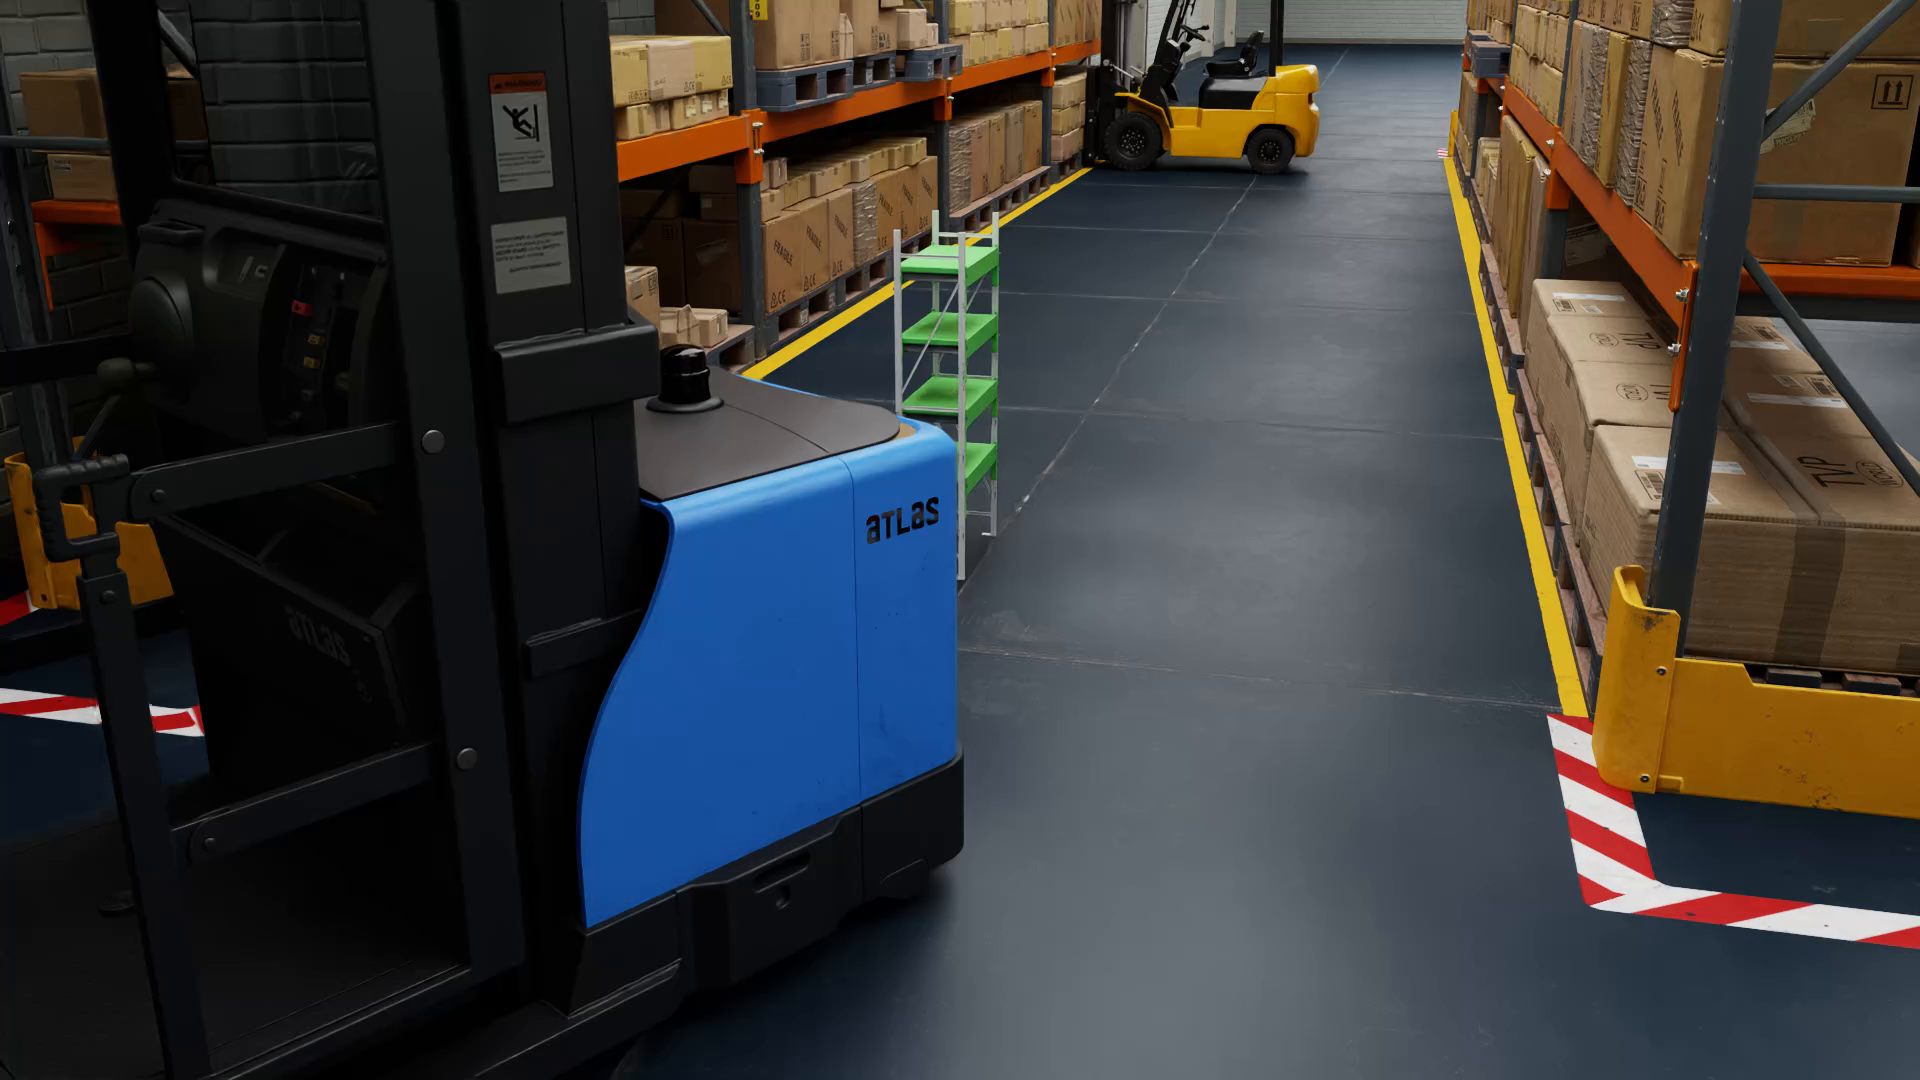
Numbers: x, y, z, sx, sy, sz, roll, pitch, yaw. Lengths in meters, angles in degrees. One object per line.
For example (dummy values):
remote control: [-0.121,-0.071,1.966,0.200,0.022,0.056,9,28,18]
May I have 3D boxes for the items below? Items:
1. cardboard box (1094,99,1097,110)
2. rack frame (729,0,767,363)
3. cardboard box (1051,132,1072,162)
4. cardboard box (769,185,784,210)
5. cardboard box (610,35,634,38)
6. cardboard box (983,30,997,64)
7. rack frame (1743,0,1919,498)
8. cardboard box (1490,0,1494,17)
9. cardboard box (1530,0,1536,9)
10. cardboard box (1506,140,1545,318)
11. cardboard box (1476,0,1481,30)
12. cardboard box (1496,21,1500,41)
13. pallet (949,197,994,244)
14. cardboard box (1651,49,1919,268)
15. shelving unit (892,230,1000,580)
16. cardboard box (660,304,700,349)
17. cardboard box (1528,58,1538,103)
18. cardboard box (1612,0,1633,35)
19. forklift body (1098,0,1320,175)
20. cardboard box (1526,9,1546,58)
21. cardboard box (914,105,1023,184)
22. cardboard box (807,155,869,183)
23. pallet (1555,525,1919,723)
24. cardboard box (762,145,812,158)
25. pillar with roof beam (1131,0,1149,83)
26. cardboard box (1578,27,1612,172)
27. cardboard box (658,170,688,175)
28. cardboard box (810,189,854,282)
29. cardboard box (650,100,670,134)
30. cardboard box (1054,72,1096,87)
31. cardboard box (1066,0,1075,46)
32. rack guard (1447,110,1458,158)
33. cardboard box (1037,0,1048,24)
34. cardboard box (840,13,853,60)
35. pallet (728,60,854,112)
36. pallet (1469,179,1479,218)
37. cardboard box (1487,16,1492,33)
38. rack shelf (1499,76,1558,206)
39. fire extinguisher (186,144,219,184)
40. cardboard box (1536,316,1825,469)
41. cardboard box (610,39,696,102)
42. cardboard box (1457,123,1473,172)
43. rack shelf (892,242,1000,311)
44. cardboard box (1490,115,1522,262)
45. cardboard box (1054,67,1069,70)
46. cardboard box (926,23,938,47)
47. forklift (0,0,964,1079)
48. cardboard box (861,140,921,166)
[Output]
cardboard box: [1.195,-4.678,18.074,0.500,0.250,0.500,5,19,13]
rack frame: [-1.557,-2.437,8.680,1.000,3.000,0.127,5,19,13]
cardboard box: [0.837,-3.967,16.765,0.500,0.250,0.500,5,19,14]
cardboard box: [-1.219,-1.944,9.451,0.380,0.149,0.250,4,19,12]
cardboard box: [-0.758,-3.731,11.856,0.659,0.500,8.552,5,20,15]
cardboard box: [0.012,-4.058,13.661,0.500,0.250,0.500,4,19,12]
rack frame: [2.277,-0.792,3.866,0.949,2.616,0.053,5,19,13]
cardboard box: [4.448,-4.343,12.997,0.500,0.500,0.500,4,19,11]
cardboard box: [7.027,-4.727,11.663,5.801,1.807,6.767,5,20,15]
cardboard box: [3.544,-1.723,9.230,0.966,0.875,0.966,3,19,9]
cardboard box: [5.321,-5.225,16.229,0.500,0.500,0.500,5,20,15]
cardboard box: [4.169,-3.751,12.268,0.380,0.149,0.250,4,19,11]
pallet: [-0.341,-2.626,13.548,1.003,0.211,1.213,5,19,13]
cardboard box: [2.141,-1.011,4.353,0.500,0.500,0.500,5,19,14]
shelving unit: [7.155,-1.278,8.074,13.061,1.200,8.595,5,19,13]
cardboard box: [-1.496,-1.032,8.148,0.396,0.266,0.258,5,20,15]
cardboard box: [3.512,-2.614,9.431,0.500,0.250,0.500,5,19,13]
cardboard box: [2.515,-1.961,5.586,0.500,0.500,0.500,5,19,13]
forklift body: [2.681,-5.058,17.667,2.313,2.155,1.214,5,19,13]
cardboard box: [3.473,-2.851,9.351,0.500,0.250,0.500,5,19,14]
cardboard box: [0.584,-4.276,17.090,0.963,0.625,4.871,5,19,14]
cardboard box: [-0.806,-2.425,10.860,0.380,0.149,0.250,4,19,11]
pallet: [2.399,0.271,5.068,1.003,0.211,1.213,5,19,13]
cardboard box: [-1.240,-2.631,11.464,0.380,0.149,0.250,4,19,11]
pillar with roof beam: [7.437,-12.311,28.308,9.100,9.000,0.400,5,19,13]
cardboard box: [2.634,-1.654,6.234,0.500,0.500,0.500,5,19,14]
cardboard box: [-1.600,-2.140,10.025,0.380,0.149,0.250,4,19,11]
cardboard box: [-0.974,-1.910,10.356,0.500,0.500,0.500,4,19,12]
cardboard box: [-1.563,-1.951,7.648,0.380,0.149,0.250,5,20,15]
cardboard box: [1.201,-4.922,18.014,0.500,0.250,0.500,4,19,12]
cardboard box: [0.870,-5.274,16.834,0.500,0.500,0.500,5,19,14]
rack guard: [6.171,-4.600,18.882,1.175,0.500,0.348,5,19,13]
cardboard box: [0.526,-4.936,15.455,0.500,0.250,0.500,4,19,12]
cardboard box: [-0.845,-2.977,9.820,0.396,0.266,0.258,6,20,16]
pallet: [-1.256,-2.588,9.420,1.003,0.211,1.213,5,19,13]
pallet: [5.023,-2.989,14.613,1.003,0.211,1.213,5,19,13]
cardboard box: [4.701,-4.407,14.189,0.380,0.149,0.250,5,20,14]
rack shelf: [3.746,-2.332,9.488,1.077,0.370,4.000,5,19,13]
fire extinguisher: [-2.122,-0.887,4.841,0.296,0.674,0.183,5,19,13]
cardboard box: [2.782,-0.563,6.509,0.875,0.438,0.875,4,19,12]
cardboard box: [-1.553,-2.169,7.670,0.500,0.250,0.500,5,19,14]
cardboard box: [6.535,-2.821,10.334,6.524,2.239,14.433,5,20,15]
rack shelf: [-0.040,-0.910,5.707,0.258,0.148,0.480,5,19,13]
cardboard box: [3.985,-2.283,10.868,0.875,0.875,0.875,4,19,13]
cardboard box: [0.955,-5.276,19.050,0.500,0.250,0.500,5,19,13]
cardboard box: [-0.368,-3.534,11.632,0.380,0.149,0.250,5,19,14]
forklift: [2.377,-0.217,2.424,7.029,2.843,7.737,17,25,41]
cardboard box: [-0.491,-2.750,11.813,0.380,0.149,0.250,4,19,11]
